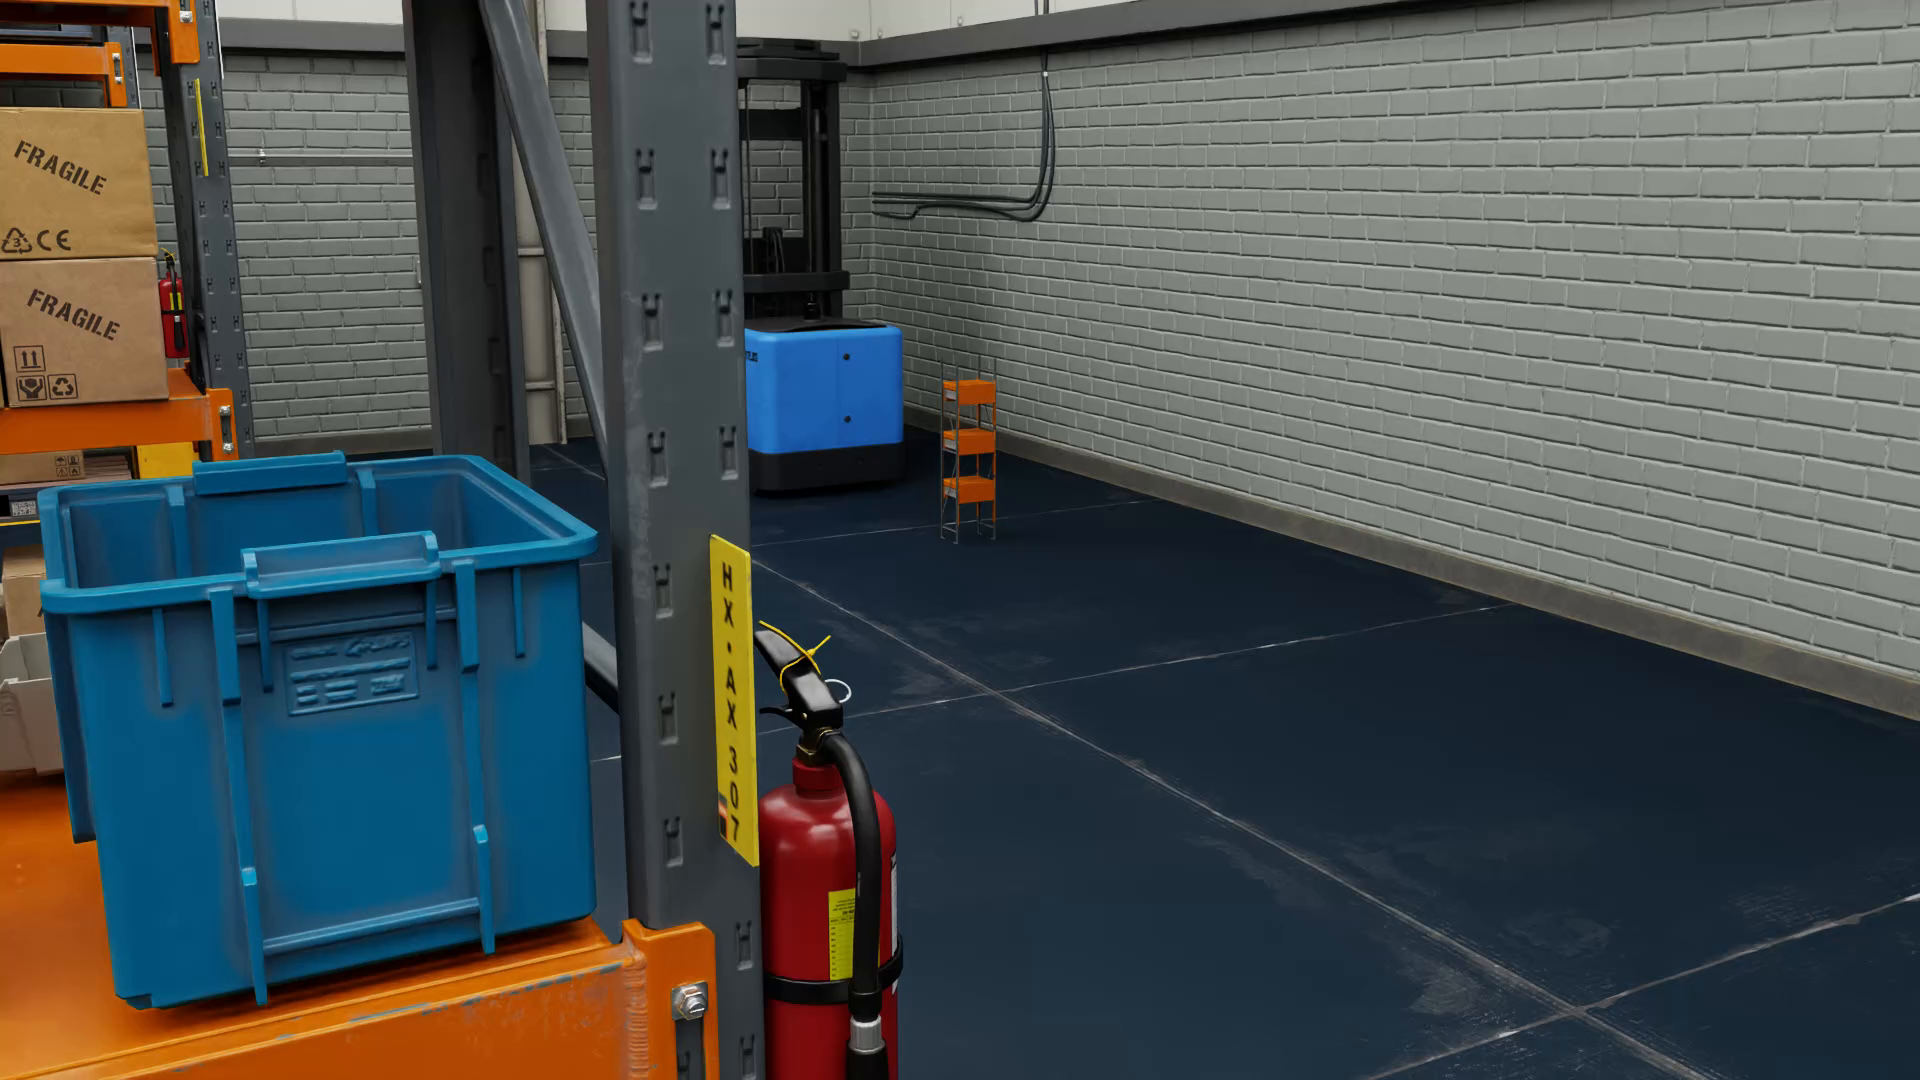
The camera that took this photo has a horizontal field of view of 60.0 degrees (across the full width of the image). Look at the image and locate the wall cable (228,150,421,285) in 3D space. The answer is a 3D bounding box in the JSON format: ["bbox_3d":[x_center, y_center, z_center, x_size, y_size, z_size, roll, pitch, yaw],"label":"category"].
[{"bbox_3d":[-4.583,-2.584,11.946,1.851,1.984,0.084,-7,14,-28],"label":"wall cable"}]

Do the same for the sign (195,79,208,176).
[{"bbox_3d":[-2.628,-1.427,5.762,0.005,0.325,0.100,-7,14,-28],"label":"sign"}]

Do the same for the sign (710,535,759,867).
[{"bbox_3d":[-0.229,0.162,1.684,0.005,0.325,0.100,-7,14,-28],"label":"sign"}]

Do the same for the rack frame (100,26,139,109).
[{"bbox_3d":[-5.253,-1.771,10.649,0.127,3.000,1.000,-7,14,-28],"label":"rack frame"}]

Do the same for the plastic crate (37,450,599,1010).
[{"bbox_3d":[-0.711,0.162,1.838,0.499,0.435,0.616,-7,14,-28],"label":"plastic crate"}]

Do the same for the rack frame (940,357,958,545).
[{"bbox_3d":[-0.060,-0.505,9.462,0.008,1.050,0.200,-7,14,-28],"label":"rack frame"}]

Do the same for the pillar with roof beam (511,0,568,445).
[{"bbox_3d":[-1.235,-4.319,8.306,0.400,9.000,9.100,-7,14,-28],"label":"pillar with roof beam"}]

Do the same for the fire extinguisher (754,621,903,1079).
[{"bbox_3d":[-0.156,0.429,1.896,0.183,0.674,0.296,-7,14,-28],"label":"fire extinguisher"}]

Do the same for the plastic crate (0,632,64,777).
[{"bbox_3d":[-1.202,0.217,2.275,0.298,0.136,0.250,-7,14,-28],"label":"plastic crate"}]

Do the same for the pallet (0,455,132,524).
[{"bbox_3d":[-5.918,-0.312,10.514,1.213,0.211,1.003,-7,14,-28],"label":"pallet"}]

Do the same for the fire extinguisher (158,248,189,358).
[{"bbox_3d":[-4.900,-1.479,10.373,0.183,0.674,0.296,-7,14,-28],"label":"fire extinguisher"}]

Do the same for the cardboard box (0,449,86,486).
[{"bbox_3d":[-5.820,-0.664,10.464,0.500,0.500,0.700,-7,14,-28],"label":"cardboard box"}]

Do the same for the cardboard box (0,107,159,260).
[{"bbox_3d":[-3.135,-1.254,5.844,0.500,0.500,0.500,-7,14,-28],"label":"cardboard box"}]

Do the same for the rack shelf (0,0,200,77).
[{"bbox_3d":[-4.632,-1.719,5.223,4.000,0.370,1.077,-7,14,-28],"label":"rack shelf"}]

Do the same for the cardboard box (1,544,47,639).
[{"bbox_3d":[-3.236,0.292,6.169,0.500,0.500,0.500,-7,14,-28],"label":"cardboard box"}]

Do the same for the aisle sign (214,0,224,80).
[{"bbox_3d":[-2.670,-2.034,5.893,0.004,0.787,0.394,-7,14,-28],"label":"aisle sign"}]

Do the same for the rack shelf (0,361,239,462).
[{"bbox_3d":[-4.632,-0.256,5.552,4.000,0.370,1.077,-7,14,-28],"label":"rack shelf"}]

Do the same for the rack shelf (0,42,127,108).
[{"bbox_3d":[-7.009,-2.673,9.463,4.000,0.370,1.077,-7,14,-28],"label":"rack shelf"}]

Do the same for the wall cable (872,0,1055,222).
[{"bbox_3d":[-0.118,-3.709,12.669,0.112,2.526,3.097,-7,14,-28],"label":"wall cable"}]

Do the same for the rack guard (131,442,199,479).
[{"bbox_3d":[-5.232,-0.554,10.934,0.348,0.500,1.175,-7,14,-28],"label":"rack guard"}]

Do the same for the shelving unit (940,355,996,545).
[{"bbox_3d":[0.047,-0.518,9.519,0.252,1.050,0.215,-7,14,-28],"label":"shelving unit"}]

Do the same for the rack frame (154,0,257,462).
[{"bbox_3d":[-2.877,-0.817,6.408,0.127,3.000,1.000,-7,14,-28],"label":"rack frame"}]

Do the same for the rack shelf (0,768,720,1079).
[{"bbox_3d":[-2.262,0.699,1.309,4.000,0.370,1.077,-7,14,-28],"label":"rack shelf"}]

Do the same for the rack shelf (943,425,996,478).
[{"bbox_3d":[0.047,-0.507,9.521,0.240,0.259,0.215,-7,14,-28],"label":"rack shelf"}]

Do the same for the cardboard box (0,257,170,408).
[{"bbox_3d":[-3.139,-0.766,5.955,0.500,0.500,0.500,-6,14,-26],"label":"cardboard box"}]

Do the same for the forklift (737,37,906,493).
[{"bbox_3d":[-1.521,-2.012,11.875,1.130,2.935,3.031,-7,14,-28],"label":"forklift"}]

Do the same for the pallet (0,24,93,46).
[{"bbox_3d":[-5.899,-3.112,9.973,1.213,0.211,1.003,-7,14,-28],"label":"pallet"}]

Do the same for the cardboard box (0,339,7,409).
[{"bbox_3d":[-3.593,-0.711,5.709,0.500,0.500,0.500,-7,14,-27],"label":"cardboard box"}]

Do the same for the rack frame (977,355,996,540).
[{"bbox_3d":[0.154,-0.531,9.576,0.008,1.050,0.200,-7,14,-28],"label":"rack frame"}]

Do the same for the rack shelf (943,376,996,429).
[{"bbox_3d":[0.047,-0.784,9.459,0.240,0.259,0.215,-7,14,-28],"label":"rack shelf"}]

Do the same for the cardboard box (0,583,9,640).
[{"bbox_3d":[-3.929,0.365,6.417,0.500,0.250,0.500,-7,14,-28],"label":"cardboard box"}]

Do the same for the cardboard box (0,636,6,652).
[{"bbox_3d":[-3.634,0.480,6.094,0.250,0.166,0.380,-7,14,-28],"label":"cardboard box"}]

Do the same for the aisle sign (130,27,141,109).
[{"bbox_3d":[-5.046,-2.989,10.140,0.004,0.787,0.394,-7,14,-28],"label":"aisle sign"}]

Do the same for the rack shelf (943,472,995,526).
[{"bbox_3d":[0.047,-0.236,9.582,0.240,0.259,0.215,-7,14,-28],"label":"rack shelf"}]
